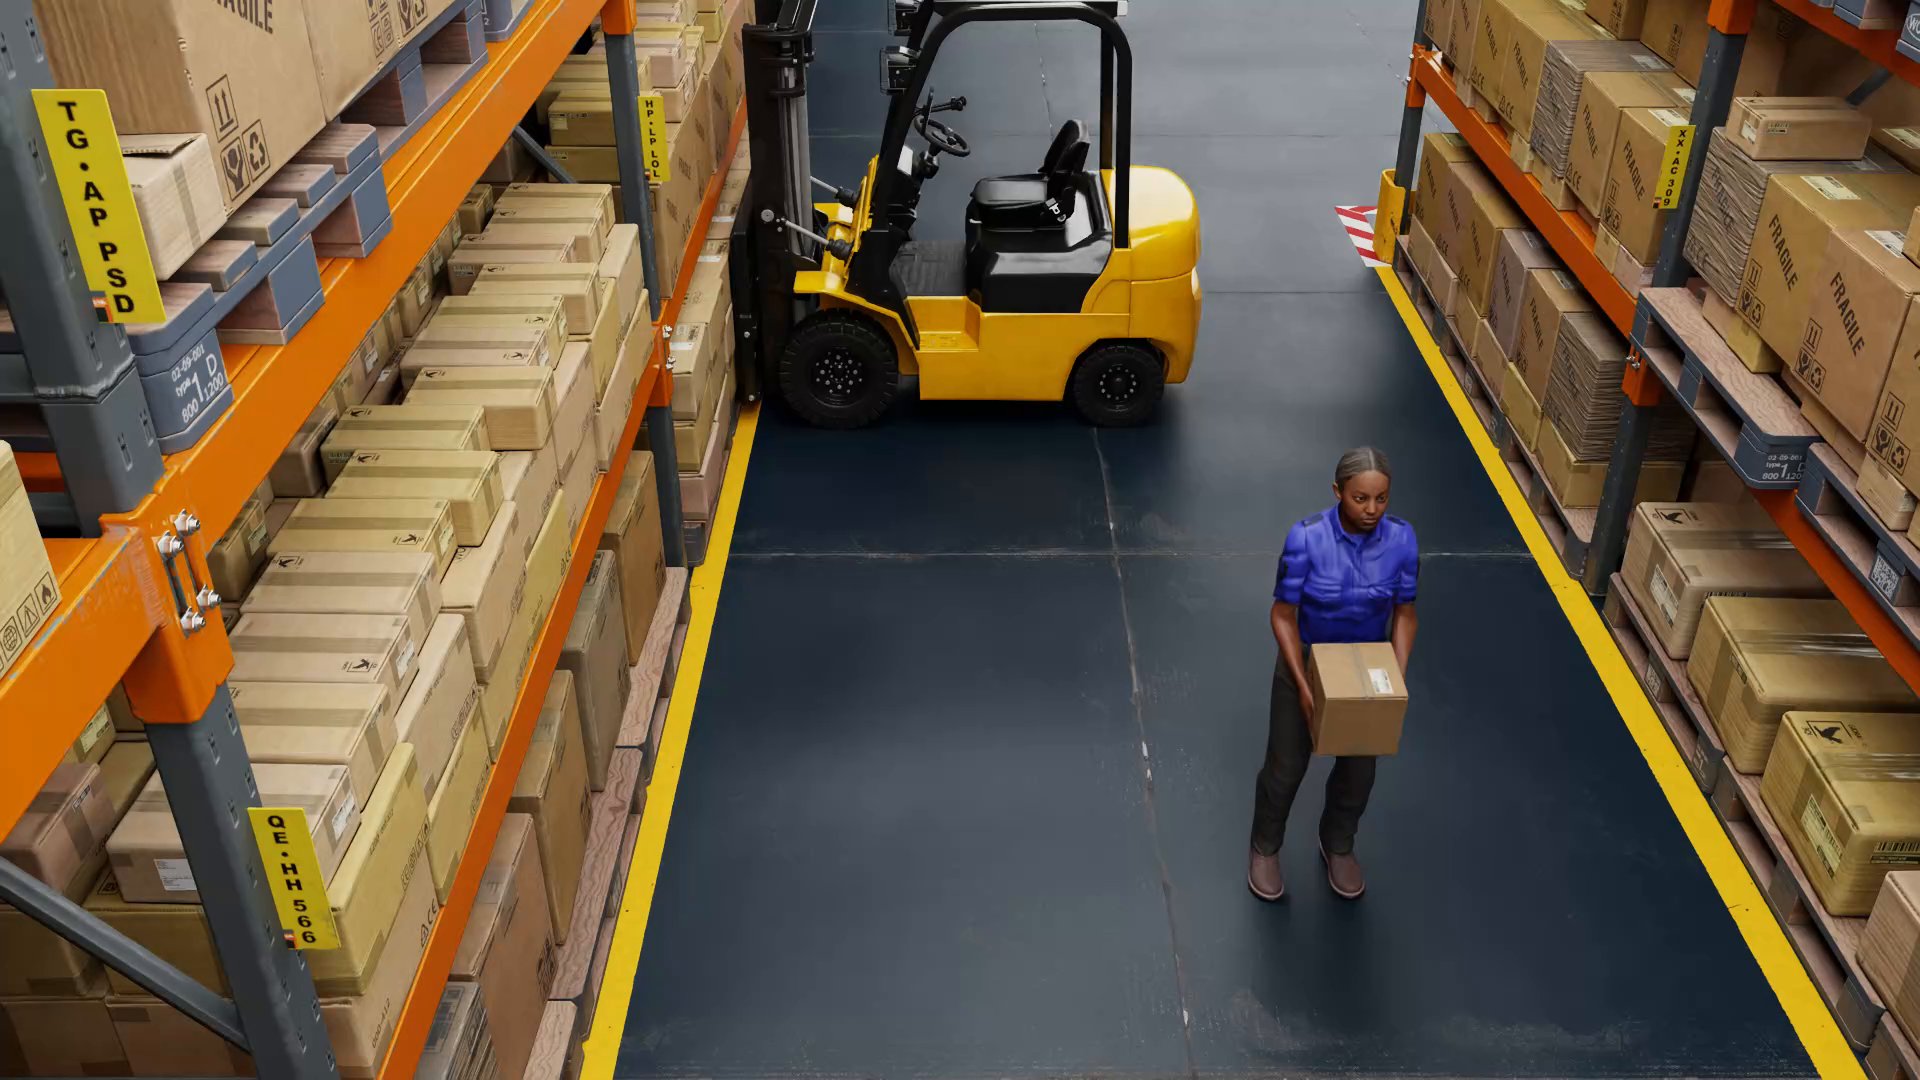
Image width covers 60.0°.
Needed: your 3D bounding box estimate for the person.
[{"bbox_3d":[1.220,0.483,5.354,0.472,1.660,0.466,0,32,-1],"label":"person"}]
